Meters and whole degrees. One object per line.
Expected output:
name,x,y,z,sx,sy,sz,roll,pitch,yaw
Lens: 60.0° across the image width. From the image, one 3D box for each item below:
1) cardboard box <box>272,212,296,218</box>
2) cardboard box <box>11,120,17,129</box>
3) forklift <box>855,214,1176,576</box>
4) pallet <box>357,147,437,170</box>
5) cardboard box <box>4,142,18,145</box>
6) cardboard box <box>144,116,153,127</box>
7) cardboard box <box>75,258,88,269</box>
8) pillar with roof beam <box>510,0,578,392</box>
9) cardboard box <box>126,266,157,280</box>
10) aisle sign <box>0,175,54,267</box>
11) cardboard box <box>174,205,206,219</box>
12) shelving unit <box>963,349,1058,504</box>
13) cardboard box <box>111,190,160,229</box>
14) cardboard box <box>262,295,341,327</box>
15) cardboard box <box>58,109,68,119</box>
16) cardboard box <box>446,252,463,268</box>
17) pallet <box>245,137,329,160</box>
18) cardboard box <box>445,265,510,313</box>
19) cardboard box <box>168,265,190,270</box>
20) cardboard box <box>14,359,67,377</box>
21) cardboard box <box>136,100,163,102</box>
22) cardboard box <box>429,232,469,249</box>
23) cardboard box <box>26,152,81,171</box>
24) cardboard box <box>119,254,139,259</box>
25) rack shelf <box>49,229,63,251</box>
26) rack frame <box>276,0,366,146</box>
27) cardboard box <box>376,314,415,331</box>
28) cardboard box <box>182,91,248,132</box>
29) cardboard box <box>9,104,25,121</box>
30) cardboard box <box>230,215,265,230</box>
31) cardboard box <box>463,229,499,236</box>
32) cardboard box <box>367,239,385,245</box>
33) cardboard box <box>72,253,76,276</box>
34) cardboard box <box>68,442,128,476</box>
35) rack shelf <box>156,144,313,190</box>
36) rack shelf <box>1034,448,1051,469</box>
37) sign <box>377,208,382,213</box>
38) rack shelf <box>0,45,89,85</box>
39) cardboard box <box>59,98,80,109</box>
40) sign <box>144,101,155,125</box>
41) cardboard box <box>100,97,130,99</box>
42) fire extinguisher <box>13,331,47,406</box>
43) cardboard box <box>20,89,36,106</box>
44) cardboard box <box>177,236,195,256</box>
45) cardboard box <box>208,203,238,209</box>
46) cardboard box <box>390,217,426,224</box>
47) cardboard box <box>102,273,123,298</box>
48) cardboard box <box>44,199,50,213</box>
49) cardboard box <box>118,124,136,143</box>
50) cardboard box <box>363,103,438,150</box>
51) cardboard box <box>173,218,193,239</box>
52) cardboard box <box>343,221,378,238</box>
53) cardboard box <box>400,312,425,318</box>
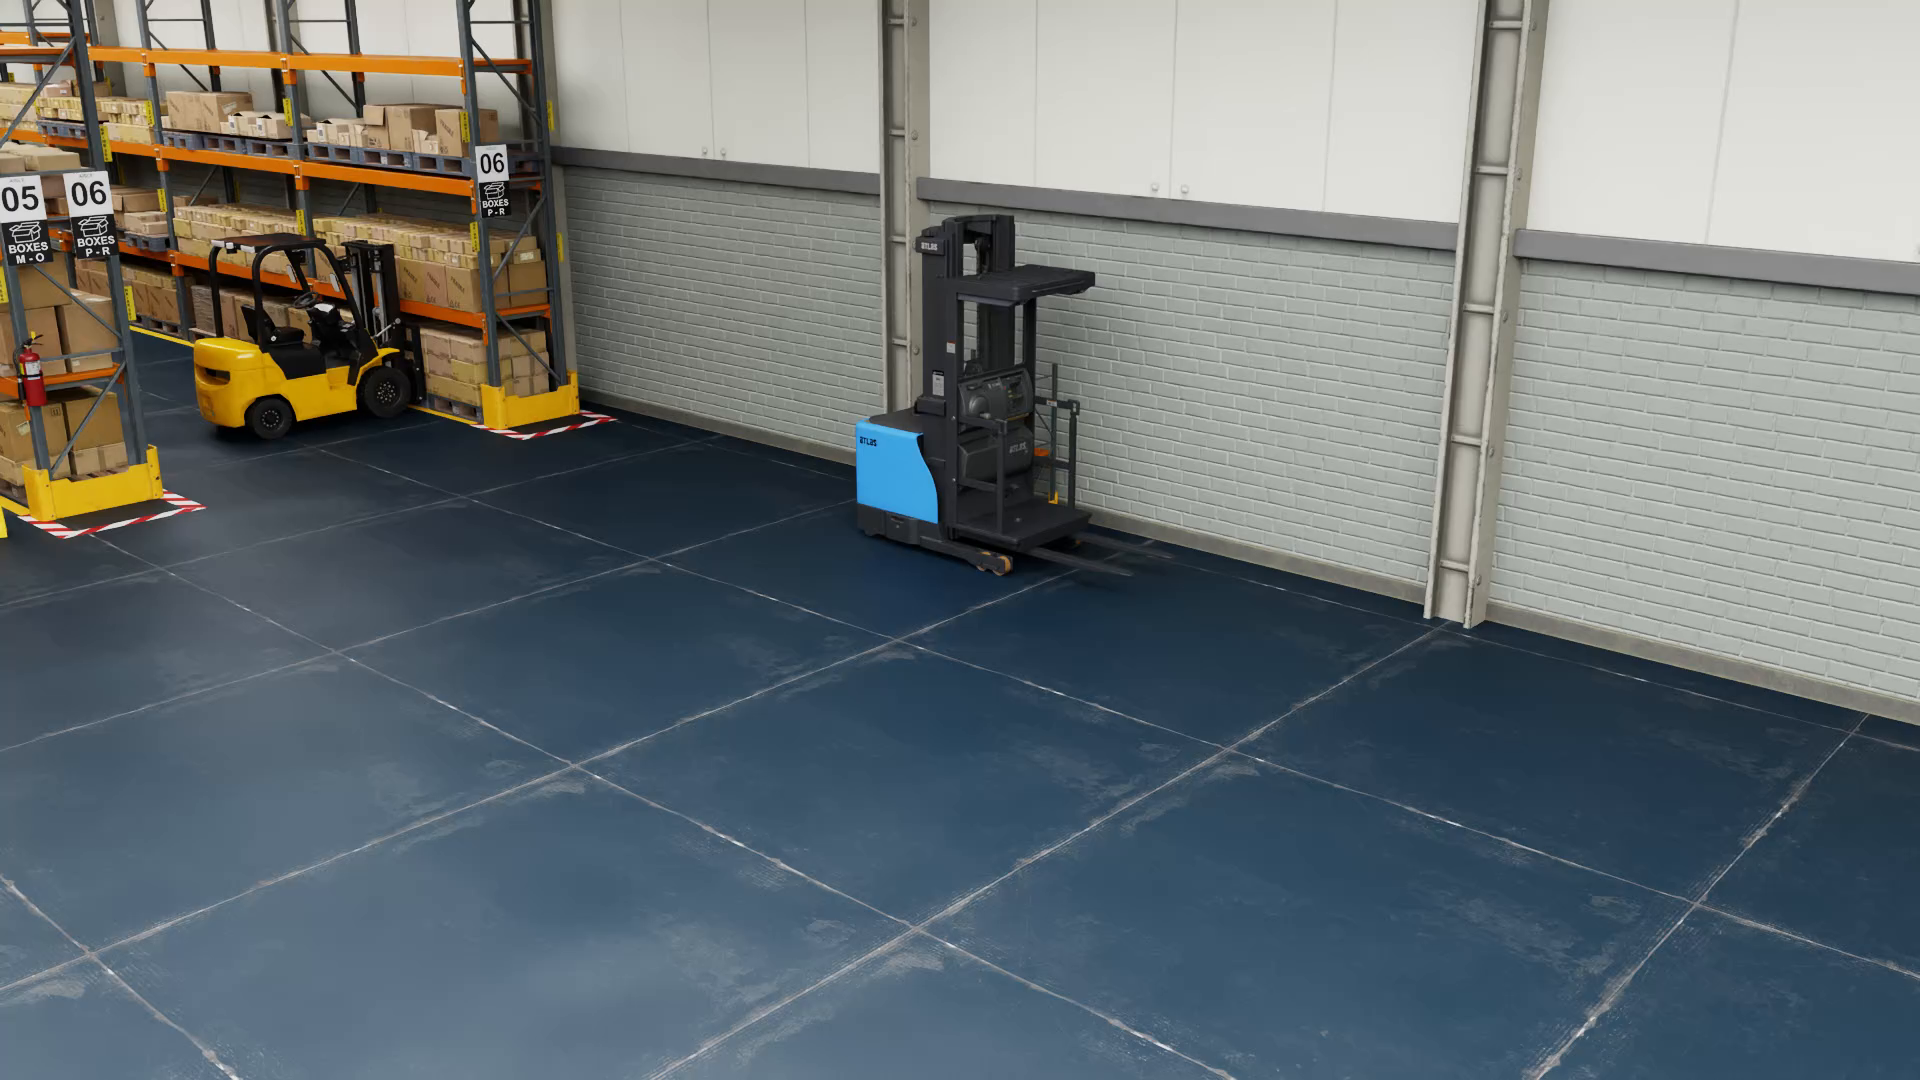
cardboard box,-9.320,-4.468,23.133,0.250,0.149,0.380,15,23,40
cardboard box,-15.276,-6.814,27.218,0.250,0.149,0.380,16,24,41
forklift,0.473,-1.271,14.410,3.031,2.935,1.130,15,23,39
pallet,-6.527,-4.653,20.140,1.213,0.211,1.003,15,23,39
cardboard box,-9.777,-3.938,16.838,0.250,0.149,0.380,15,23,40
cardboard box,-11.507,-6.044,23.966,0.250,0.149,0.380,16,23,40
cardboard box,-13.982,-4.468,26.735,0.250,0.149,0.380,16,24,42
pillar with roof beam,-7.879,-5.102,16.449,0.400,9.000,9.100,15,23,39
cardboard box,-12.593,-4.111,25.611,0.250,0.149,0.380,14,22,37
aisle sign,-8.537,-2.910,15.163,0.004,0.787,0.394,15,23,39
cardboard box,-11.039,-4.705,23.879,0.250,0.149,0.380,16,24,41
shelving unit,0.345,-0.977,15.849,1.083,1.500,0.587,15,23,39
cardboard box,-12.426,-5.014,25.226,0.637,0.503,0.797,14,23,38
cardboard box,-9.063,-3.004,22.988,0.625,0.625,0.875,15,23,39
cardboard box,-13.557,-6.531,25.468,0.250,0.149,0.380,15,23,40
cardboard box,-5.755,-3.280,19.390,0.250,0.149,0.380,16,23,40
pallet,-8.759,-5.188,21.997,1.217,0.209,0.805,14,22,37
cardboard box,-5.641,-2.960,19.452,0.500,0.500,0.500,14,23,38
cardboard box,-12.055,-4.180,25.829,0.250,0.149,0.380,14,23,38
cardboard box,-8.812,-1.656,15.924,0.250,0.149,0.380,16,24,41
cardboard box,-12.162,-6.546,25.056,0.250,0.149,0.380,15,23,39
cardboard box,-6.062,-3.551,19.752,0.250,0.149,0.380,15,23,40
cardboard box,-8.521,-3.556,15.636,0.250,0.149,0.380,15,23,39
cardboard box,-13.407,-4.540,26.961,0.250,0.149,0.380,15,23,39
rack shelf,-15.570,-5.341,28.309,4.000,0.370,1.077,15,23,39
rack frame,-8.090,-6.535,20.966,0.127,3.000,1.000,15,23,39
cardboard box,-7.181,-2.672,20.908,0.500,0.250,0.500,16,24,41
cardboard box,-10.258,-5.925,22.977,0.500,0.500,0.700,14,23,38
cardboard box,-14.997,-6.924,26.907,0.500,0.250,0.500,14,22,37
cardboard box,-9.718,-4.337,22.718,0.250,0.149,0.380,14,23,38
cardboard box,-5.763,-3.650,20.063,0.250,0.149,0.380,15,23,40
cardboard box,-7.088,-3.646,20.541,0.250,0.149,0.380,14,22,38
cardboard box,-15.281,-4.561,28.100,0.500,0.500,0.700,14,22,37
cardboard box,-8.810,-0.863,16.862,0.500,0.250,0.500,15,23,39
rack shelf,-9.586,-5.164,22.794,4.000,0.370,1.077,15,23,39
rack shelf,0.352,-0.804,15.897,1.000,0.185,0.538,15,23,39
sign,-7.723,-4.252,22.127,0.005,0.325,0.100,15,23,39
rack shelf,-9.886,-4.665,16.269,4.000,0.370,1.077,15,23,39
cardboard box,-13.523,-6.679,25.441,0.250,0.149,0.380,15,23,38
sign,-11.444,-6.033,23.487,0.005,0.325,0.100,15,23,39
cardboard box,-13.004,-6.740,25.634,0.250,0.149,0.380,14,22,38
fire extinguisher,-8.611,-1.585,15.413,0.183,0.674,0.296,15,23,39
cardboard box,-14.611,-7.067,26.531,0.500,0.250,0.500,15,23,39
cardboard box,-10.913,-4.263,23.972,0.500,0.250,0.500,15,23,39
cardboard box,-10.705,-4.816,24.229,0.250,0.149,0.380,16,24,41
cardboard box,-7.055,-4.033,21.269,0.250,0.149,0.380,14,23,38
cardboard box,-13.086,-3.937,26.134,0.500,0.500,0.500,14,22,38
cardboard box,-8.679,-3.231,15.930,0.250,0.149,0.380,14,22,38
cardboard box,-12.004,-5.986,24.442,0.500,0.250,0.500,15,23,39
cardboard box,-6.703,-4.988,20.018,0.637,0.503,0.797,16,24,41
cardboard box,-10.929,-4.496,23.879,0.500,0.250,0.500,15,23,39
cardboard box,-7.472,-3.887,20.810,0.250,0.149,0.380,16,23,40
cardboard box,-6.836,-2.784,21.262,0.500,0.250,0.500,15,23,40
